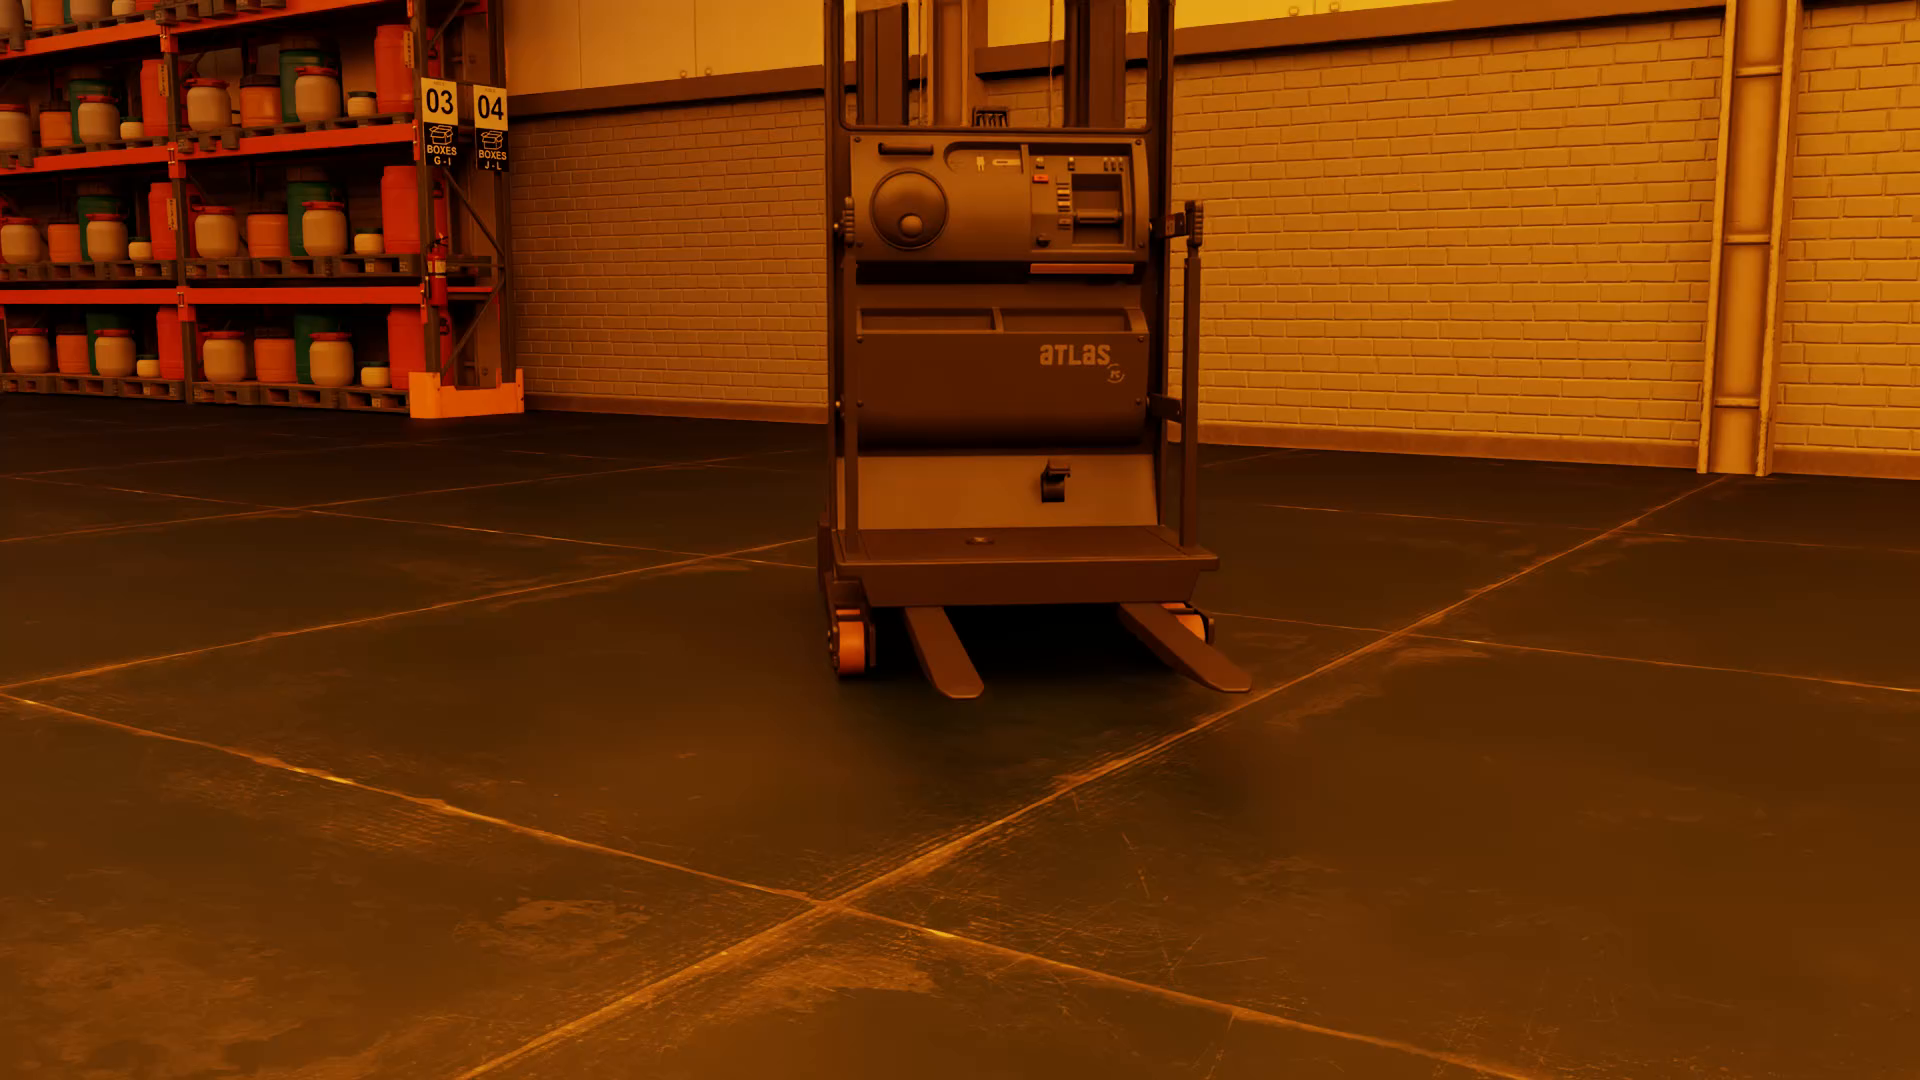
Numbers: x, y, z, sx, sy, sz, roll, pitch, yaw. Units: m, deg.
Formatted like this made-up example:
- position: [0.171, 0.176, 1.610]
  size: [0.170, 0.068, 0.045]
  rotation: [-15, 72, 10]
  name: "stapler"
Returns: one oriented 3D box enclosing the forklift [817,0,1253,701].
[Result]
- position: [0.150, -1.105, 4.963]
  size: [1.130, 2.935, 3.031]
  rotation: [-1, 8, -6]
  name: "forklift"
